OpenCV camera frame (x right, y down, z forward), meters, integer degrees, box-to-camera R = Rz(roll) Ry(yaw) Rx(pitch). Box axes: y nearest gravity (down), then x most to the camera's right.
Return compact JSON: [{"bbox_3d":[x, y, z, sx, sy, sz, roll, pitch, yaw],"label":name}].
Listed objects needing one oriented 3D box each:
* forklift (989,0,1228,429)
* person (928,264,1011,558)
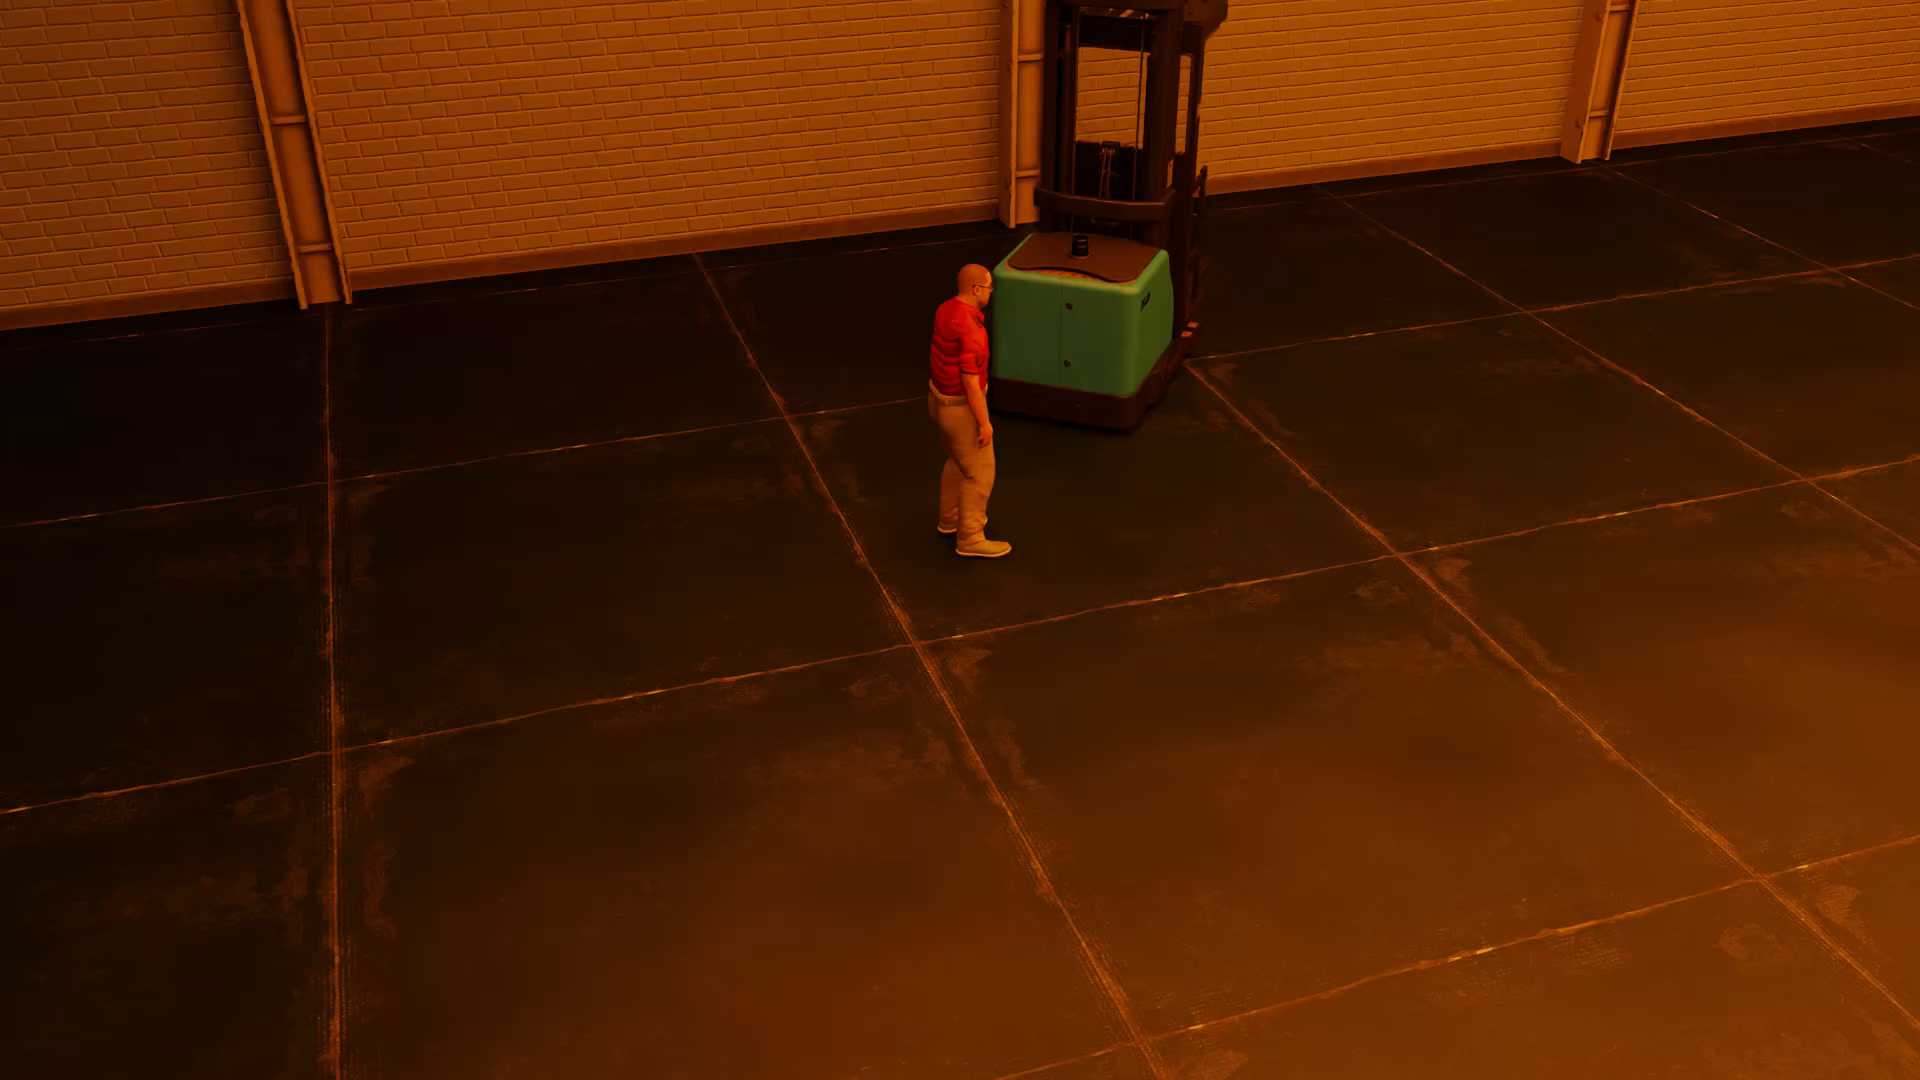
[{"bbox_3d":[1.199,-2.733,11.837,1.130,2.935,3.031,11,32,18],"label":"forklift"},{"bbox_3d":[0.033,-0.759,9.612,0.396,1.726,0.587,-11,32,-18],"label":"person"}]
